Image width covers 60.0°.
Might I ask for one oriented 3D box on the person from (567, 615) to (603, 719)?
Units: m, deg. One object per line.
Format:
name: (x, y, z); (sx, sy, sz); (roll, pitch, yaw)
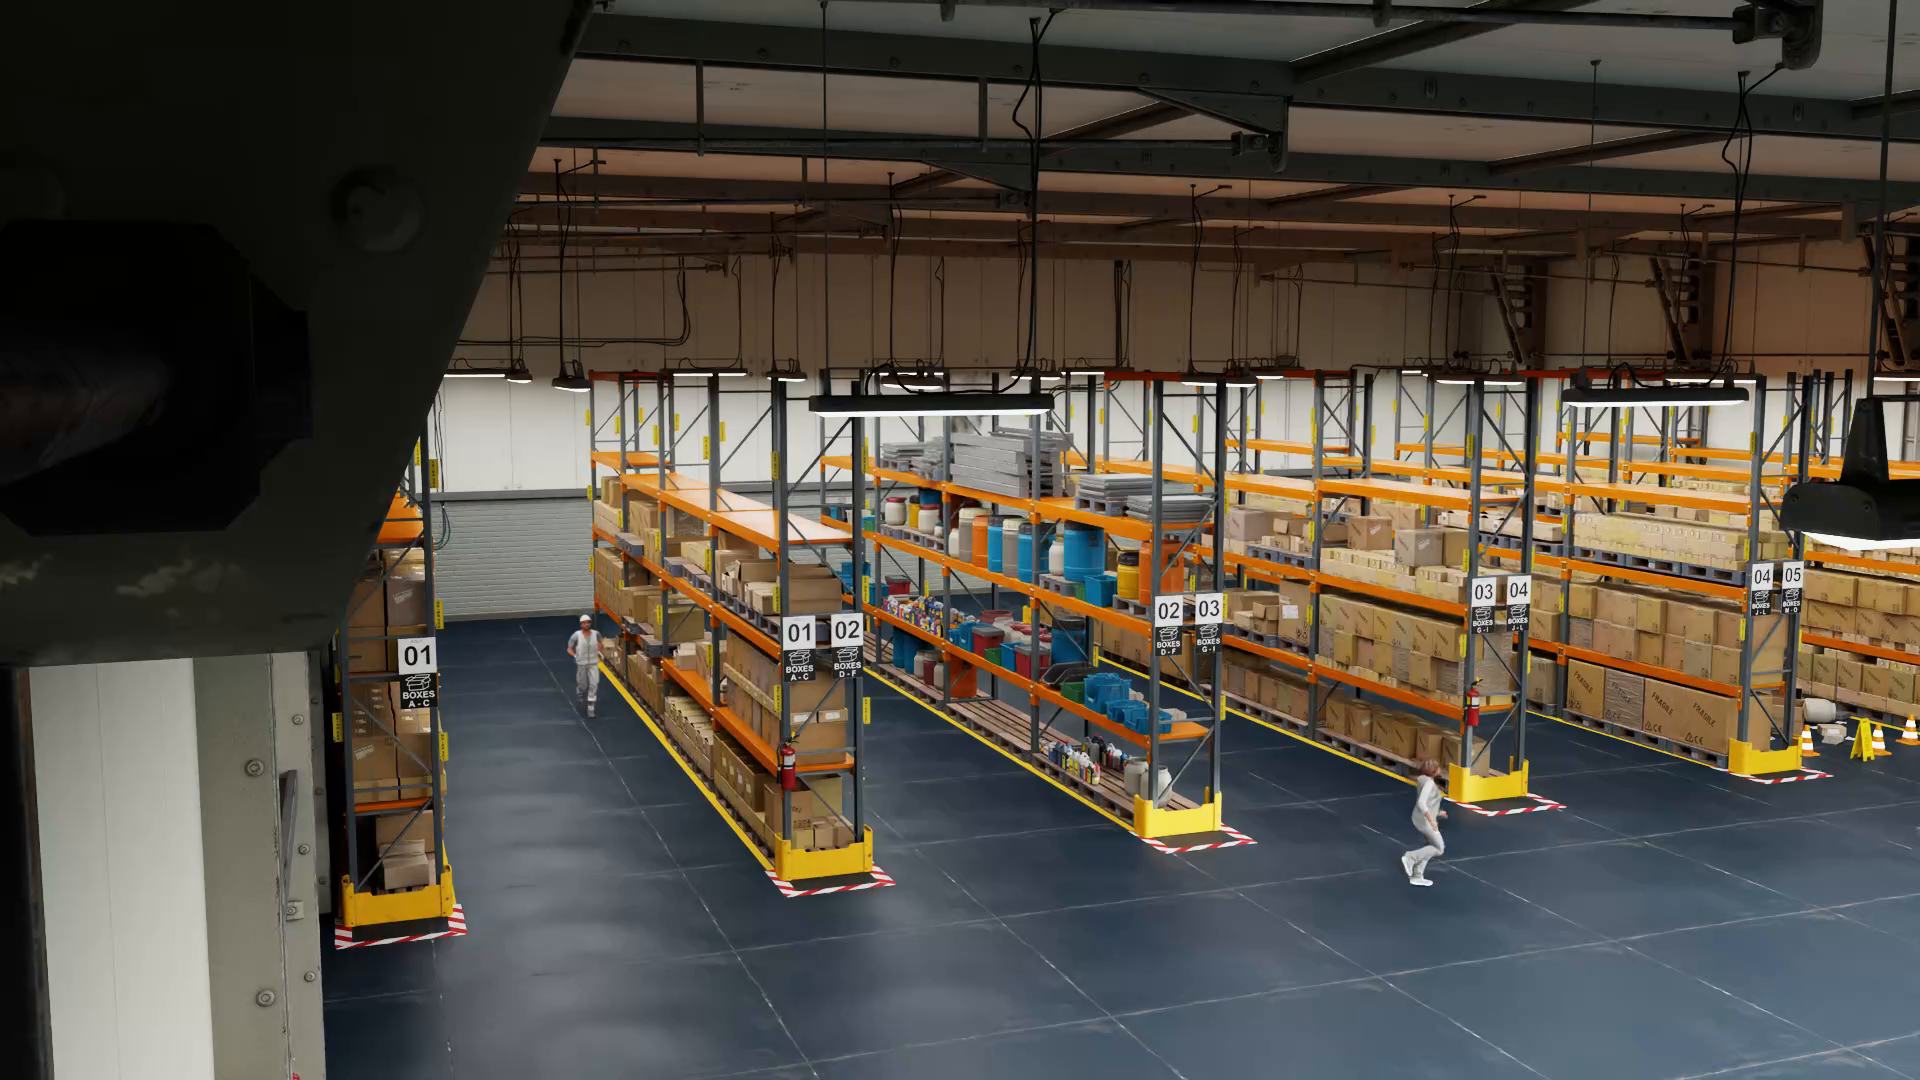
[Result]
person: (-6.565, 2.196, 29.266); (0.656, 1.783, 0.899); (-3, 7, -24)

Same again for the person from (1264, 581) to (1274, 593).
person: (7.774, 0.890, 41.442); (0.601, 1.505, 0.606); (6, 9, 42)

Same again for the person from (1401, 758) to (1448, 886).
person: (5.544, 3.364, 19.803); (0.578, 1.551, 0.484); (0, 6, 4)
